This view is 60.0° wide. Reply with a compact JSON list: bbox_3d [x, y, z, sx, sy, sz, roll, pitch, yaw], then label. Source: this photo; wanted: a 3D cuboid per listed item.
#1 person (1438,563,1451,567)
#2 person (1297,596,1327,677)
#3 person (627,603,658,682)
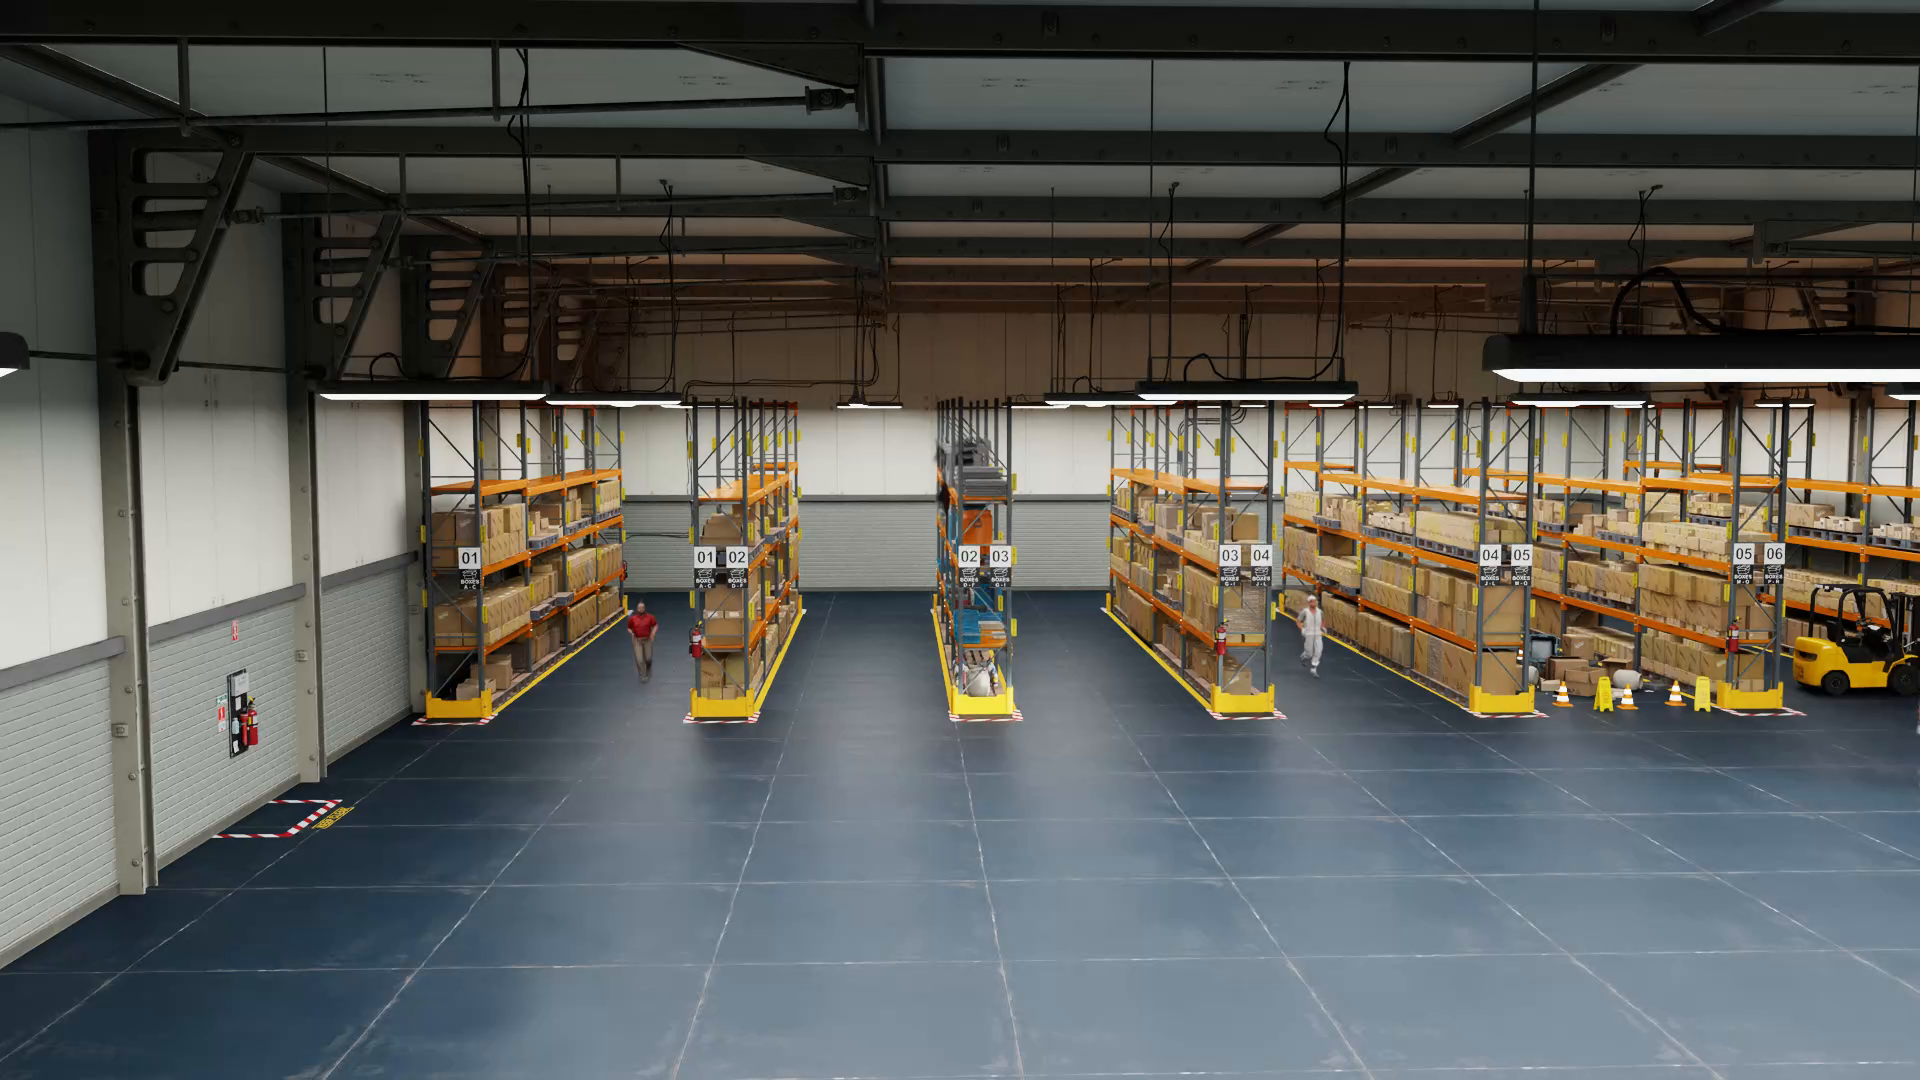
[{"bbox_3d":[14.371,1.046,49.337,0.949,1.724,0.774,1,5,13],"label":"person"},{"bbox_3d":[7.652,2.072,36.096,0.670,1.740,0.759,-1,4,-9],"label":"person"},{"bbox_3d":[-6.696,2.167,35.062,0.638,1.680,0.559,-1,4,-9],"label":"person"}]
